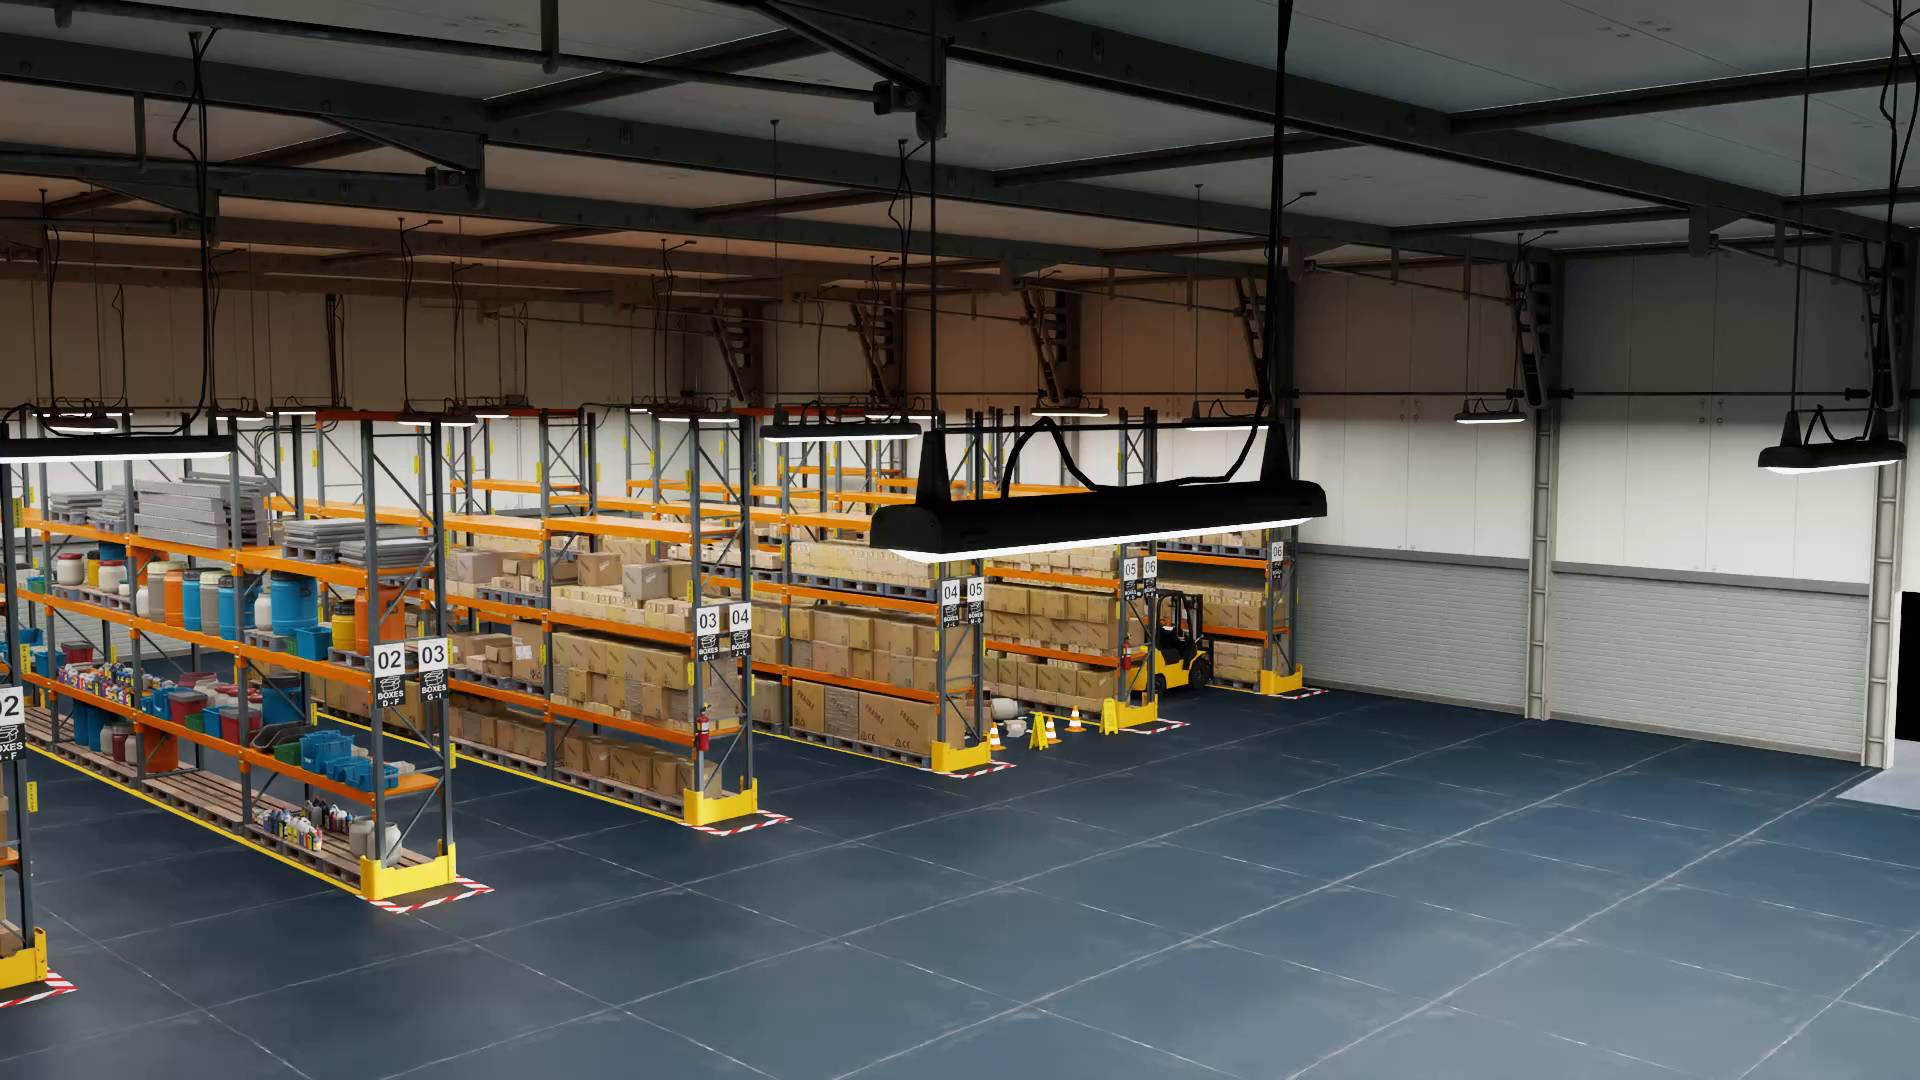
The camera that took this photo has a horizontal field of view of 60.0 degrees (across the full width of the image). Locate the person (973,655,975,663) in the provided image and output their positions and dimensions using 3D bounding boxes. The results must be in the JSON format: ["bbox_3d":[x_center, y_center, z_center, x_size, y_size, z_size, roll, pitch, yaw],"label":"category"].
[{"bbox_3d":[0.009,2.164,37.310,1.064,1.665,0.704,4,6,38],"label":"person"}]

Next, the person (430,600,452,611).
[{"bbox_3d":[-12.447,1.936,39.926,0.669,1.778,0.718,2,5,23],"label":"person"}]
